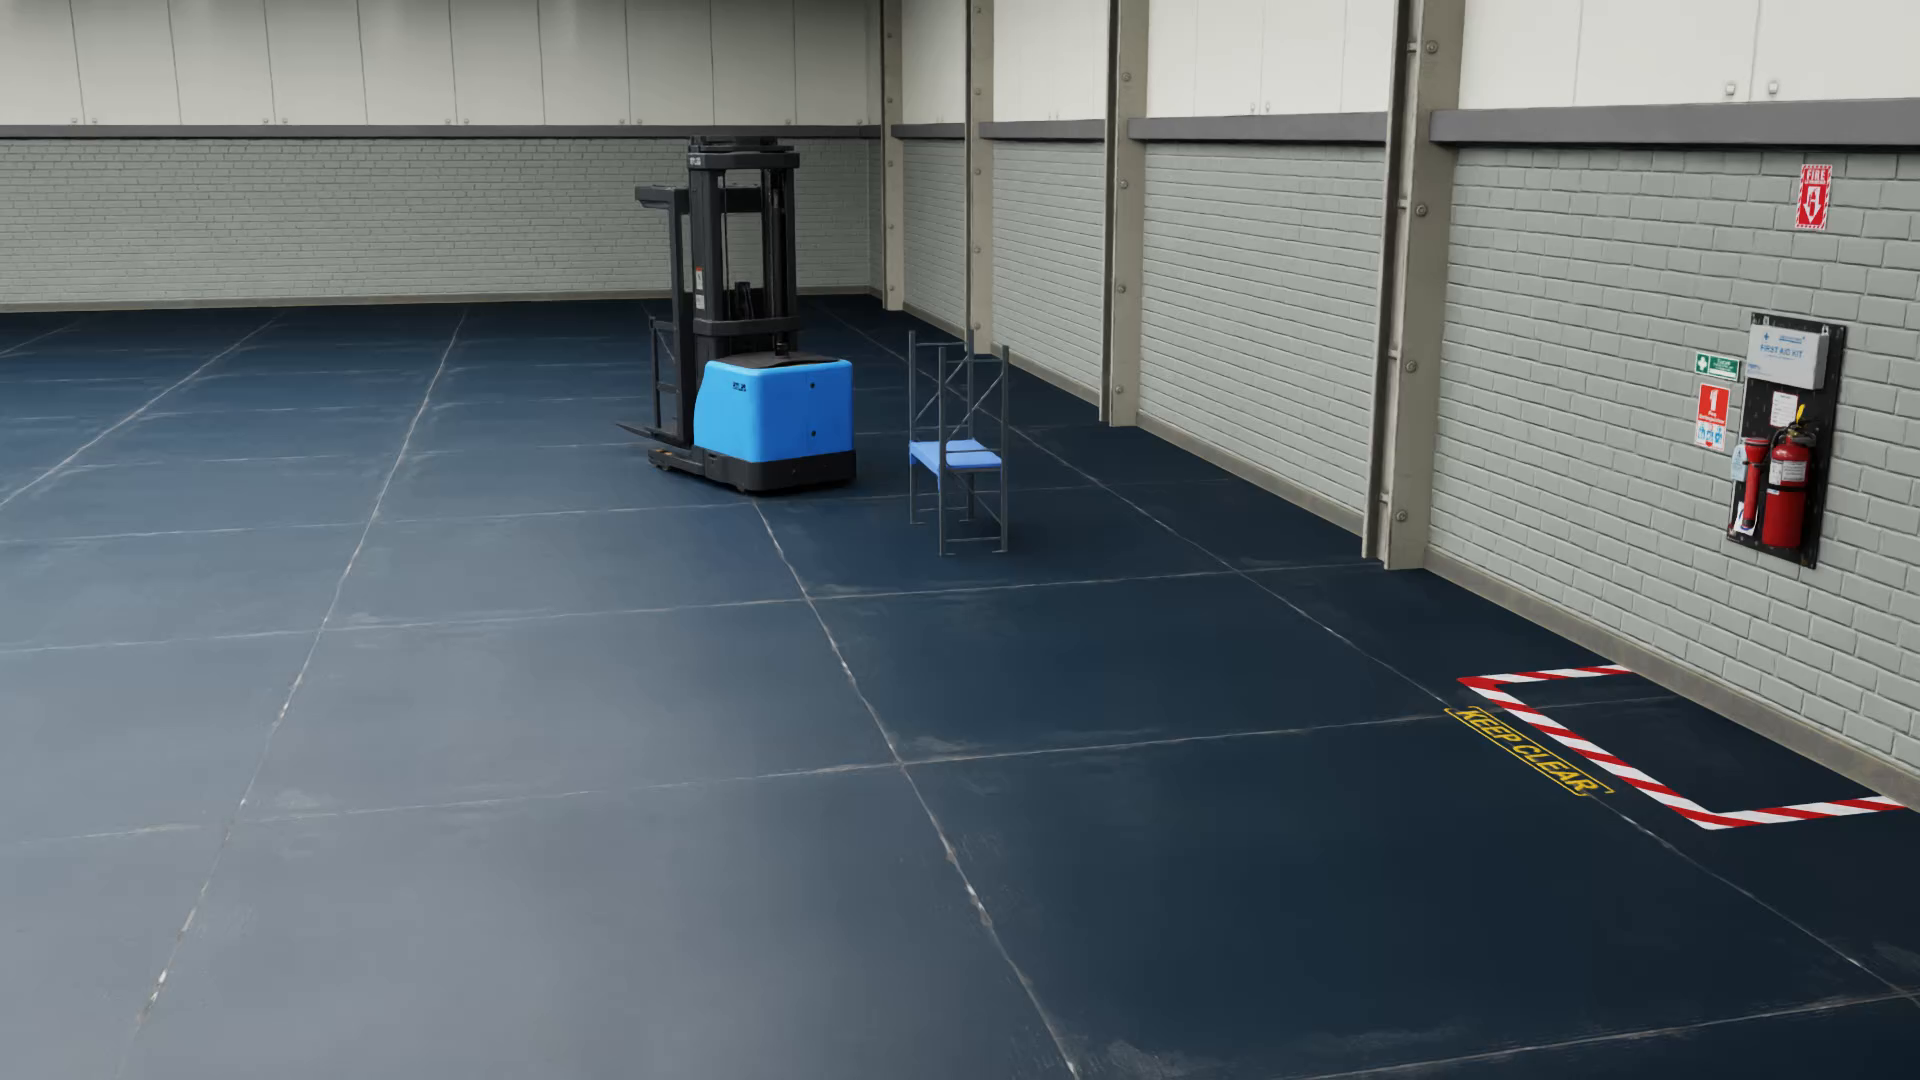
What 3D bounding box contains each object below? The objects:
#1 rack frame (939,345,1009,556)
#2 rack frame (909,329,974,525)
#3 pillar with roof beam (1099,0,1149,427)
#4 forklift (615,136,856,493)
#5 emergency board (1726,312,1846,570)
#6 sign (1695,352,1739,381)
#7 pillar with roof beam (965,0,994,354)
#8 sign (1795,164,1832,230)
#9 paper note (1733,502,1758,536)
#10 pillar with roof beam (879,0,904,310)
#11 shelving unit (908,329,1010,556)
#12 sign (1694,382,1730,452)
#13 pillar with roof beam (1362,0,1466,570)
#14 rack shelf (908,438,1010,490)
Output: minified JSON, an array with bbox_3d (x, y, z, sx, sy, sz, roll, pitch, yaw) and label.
[{"bbox_3d":[0.099,-0.631,11.850,0.500,1.500,0.032,-3,14,-13],"label":"rack frame"},{"bbox_3d":[-0.139,-0.866,12.810,0.500,1.500,0.032,-3,14,-13],"label":"rack frame"},{"bbox_3d":[-2.516,-5.361,15.410,9.100,9.000,0.400,-3,14,-13],"label":"pillar with roof beam"},{"bbox_3d":[-2.184,-2.112,14.897,1.130,2.935,3.031,-10,17,-36],"label":"forklift"},{"bbox_3d":[3.944,-0.491,8.115,0.194,1.169,0.643,-3,14,-13],"label":"emergency board"},{"bbox_3d":[3.907,-0.897,8.587,0.001,0.109,0.331,-3,14,-13],"label":"sign"},{"bbox_3d":[-3.925,-6.745,21.075,9.100,9.000,0.400,-3,14,-13],"label":"pillar with roof beam"},{"bbox_3d":[4.039,-1.624,7.870,0.001,0.298,0.199,-3,14,-13],"label":"sign"},{"bbox_3d":[3.970,-0.107,8.403,0.016,0.148,0.142,-3,14,-13],"label":"paper note"},{"bbox_3d":[-5.334,-8.129,26.741,9.100,9.000,0.400,-3,14,-13],"label":"pillar with roof beam"},{"bbox_3d":[-0.020,-0.748,12.330,0.538,1.500,1.048,-3,14,-13],"label":"shelving unit"},{"bbox_3d":[3.914,-0.641,8.657,0.001,0.329,0.234,-3,14,-13],"label":"sign"},{"bbox_3d":[-1.106,-3.977,9.744,9.100,9.000,0.400,-3,14,-13],"label":"pillar with roof beam"},{"bbox_3d":[-0.020,-0.574,12.372,0.538,0.185,1.000,-3,14,-13],"label":"rack shelf"}]
